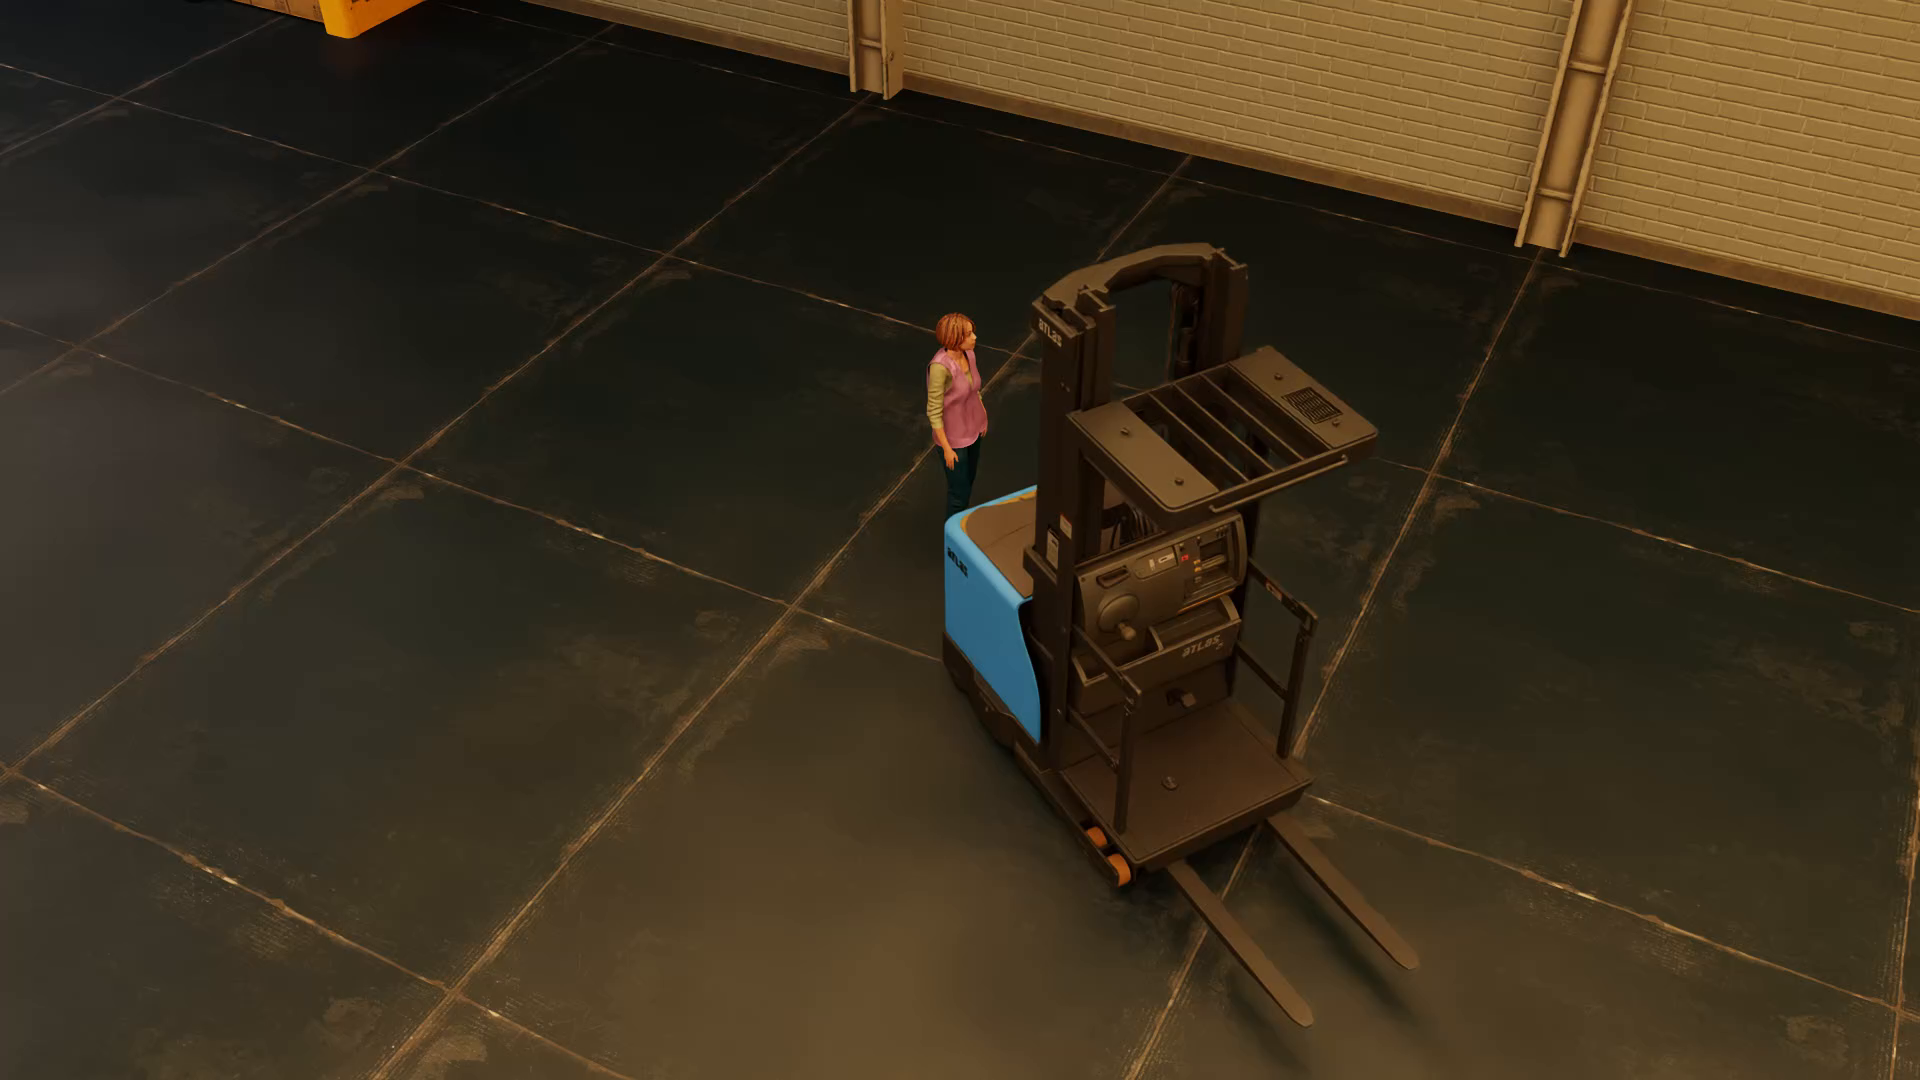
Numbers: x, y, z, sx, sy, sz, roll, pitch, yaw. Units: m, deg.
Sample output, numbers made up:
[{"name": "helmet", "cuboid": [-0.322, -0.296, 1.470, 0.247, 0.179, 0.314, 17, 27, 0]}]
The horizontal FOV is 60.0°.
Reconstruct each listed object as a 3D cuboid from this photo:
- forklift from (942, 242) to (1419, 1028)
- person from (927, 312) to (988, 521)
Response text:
[{"name": "forklift", "cuboid": [1.066, 0.253, 7.687, 1.130, 2.935, 3.031, -20, 44, -22]}, {"name": "person", "cuboid": [0.059, -0.587, 9.707, 0.476, 1.597, 0.520, 18, 43, 21]}]
